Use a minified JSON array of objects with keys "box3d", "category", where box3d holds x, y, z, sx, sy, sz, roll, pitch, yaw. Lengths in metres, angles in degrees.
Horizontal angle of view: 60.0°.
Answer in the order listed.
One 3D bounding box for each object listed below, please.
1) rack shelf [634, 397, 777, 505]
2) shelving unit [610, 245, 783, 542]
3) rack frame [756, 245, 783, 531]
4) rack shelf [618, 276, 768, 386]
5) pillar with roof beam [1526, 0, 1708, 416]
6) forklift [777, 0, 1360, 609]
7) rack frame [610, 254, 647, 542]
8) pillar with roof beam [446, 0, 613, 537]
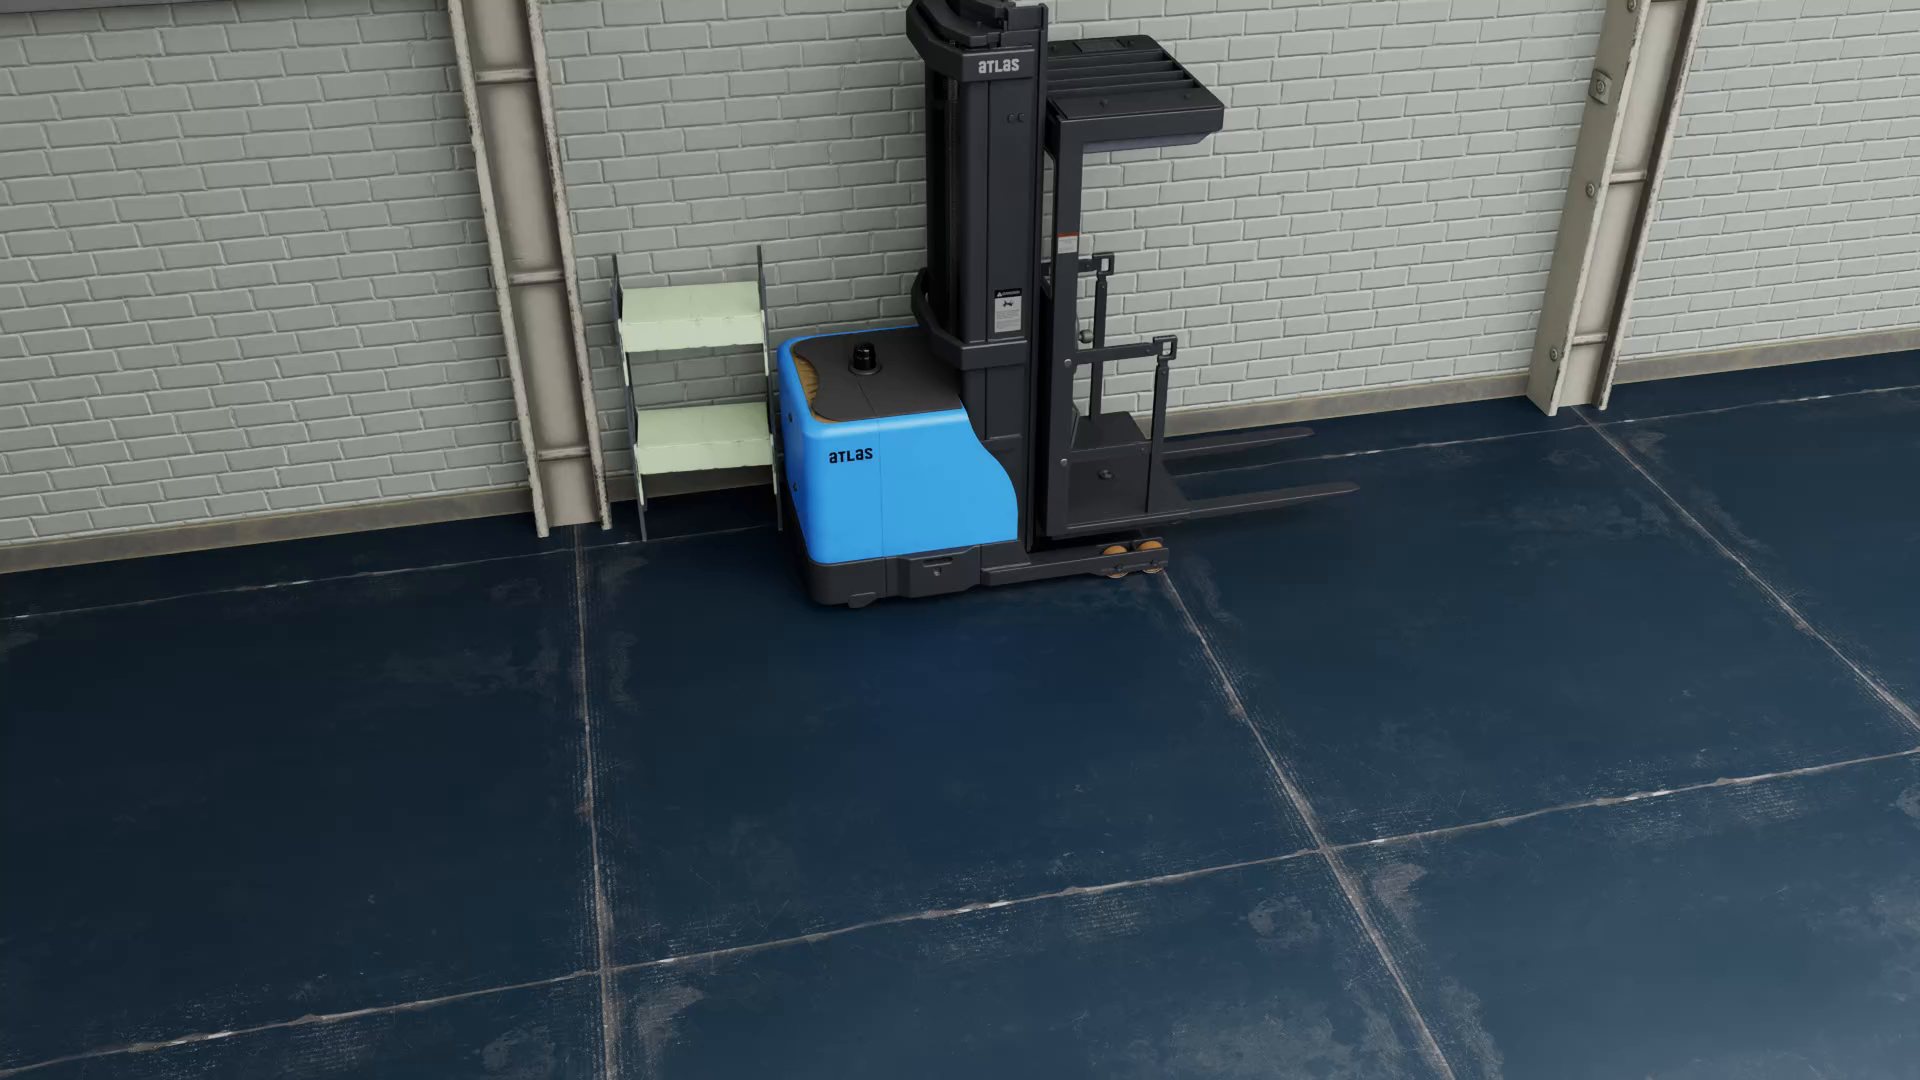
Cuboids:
[{"box3d":[-1.366,-0.482,8.930,0.720,0.370,0.431,-5,34,-7],"category":"rack shelf"},{"box3d":[-1.366,-0.752,8.748,0.755,1.500,0.431,-5,34,-7],"category":"shelving unit"},{"box3d":[-1.004,-0.783,8.794,0.023,1.500,0.400,-5,34,-7],"category":"rack frame"},{"box3d":[-1.366,-1.077,8.531,0.720,0.370,0.431,-5,34,-7],"category":"rack shelf"},{"box3d":[4.679,-2.257,4.261,0.400,9.000,9.100,-7,35,-11],"category":"pillar with roof beam"},{"box3d":[0.613,-1.298,8.277,3.031,2.935,1.130,-8,35,-11],"category":"forklift"},{"box3d":[-1.728,-0.722,8.703,0.023,1.500,0.400,-5,34,-7],"category":"rack frame"},{"box3d":[-1.174,-1.519,3.162,0.400,9.000,9.100,-7,35,-11],"category":"pillar with roof beam"}]
